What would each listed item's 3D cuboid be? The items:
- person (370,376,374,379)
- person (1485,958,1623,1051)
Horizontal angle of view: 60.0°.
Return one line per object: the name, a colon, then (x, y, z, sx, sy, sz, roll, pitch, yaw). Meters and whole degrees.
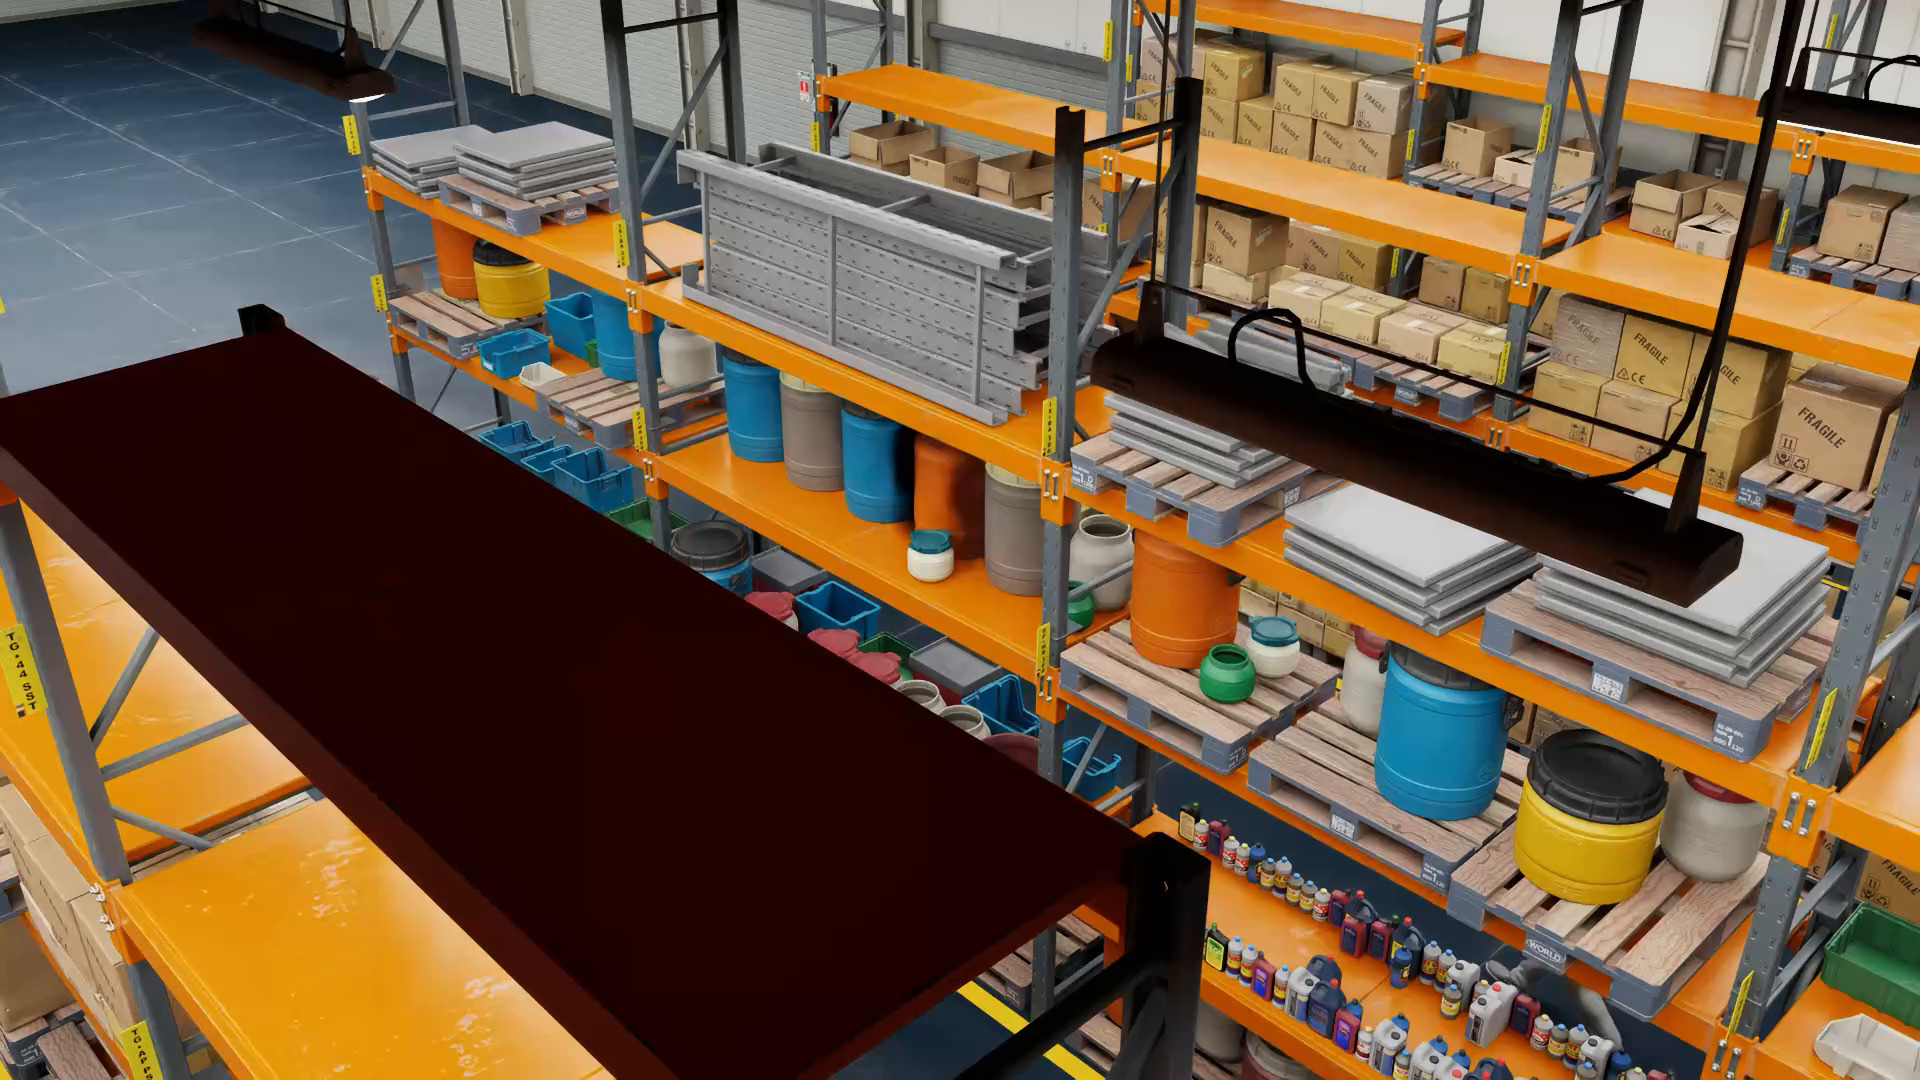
person: (-5.859, -0.869, 16.725, 0.380, 1.690, 0.499, -22, 35, -35)
person: (3.864, 2.403, 10.519, 1.060, 1.722, 0.636, 24, 37, 38)
